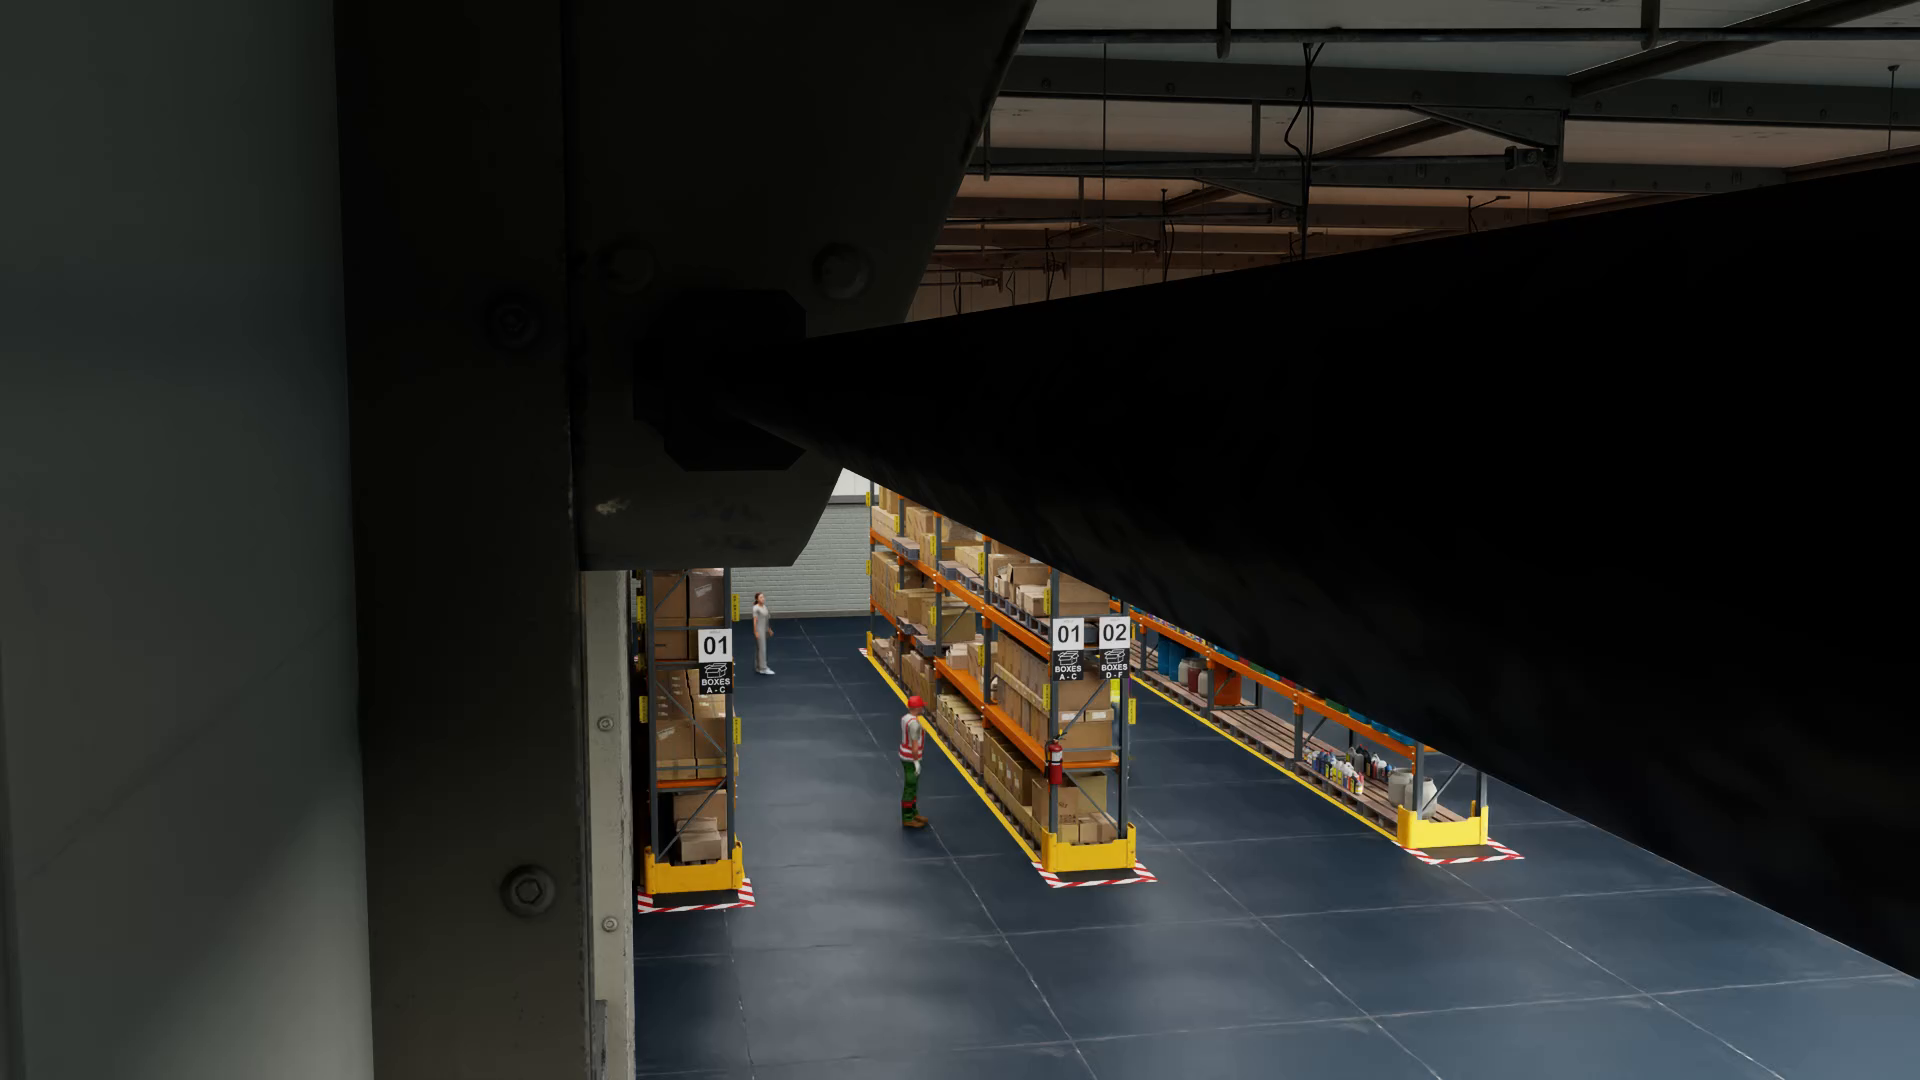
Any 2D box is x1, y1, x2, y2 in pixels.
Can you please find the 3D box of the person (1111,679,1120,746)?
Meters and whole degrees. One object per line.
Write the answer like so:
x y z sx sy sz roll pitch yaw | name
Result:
2.494 2.722 27.081 0.485 1.423 0.469 3 7 26 | person

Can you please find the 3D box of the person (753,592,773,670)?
-4.106 1.876 34.472 0.373 1.598 0.494 1 6 10 | person

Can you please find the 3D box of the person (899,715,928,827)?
-0.629 3.172 22.986 0.397 1.533 0.542 -1 6 -12 | person
